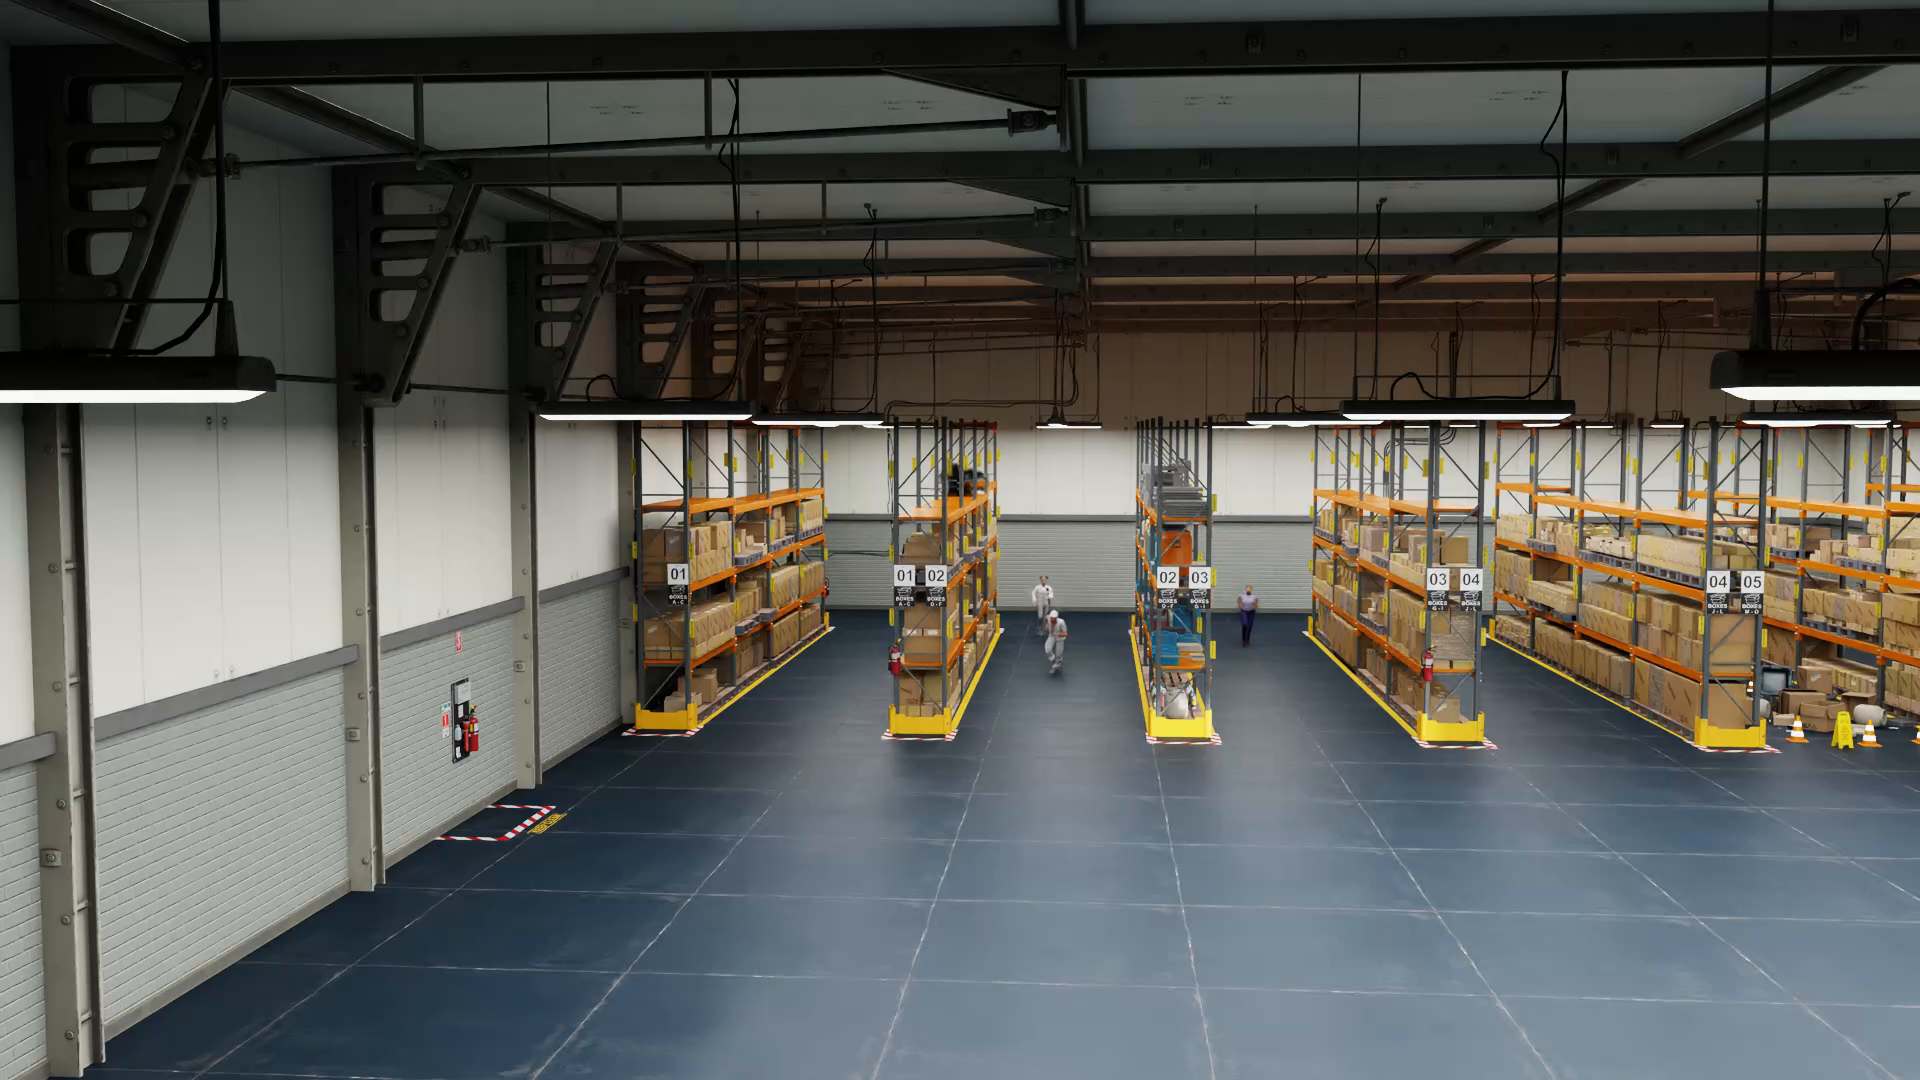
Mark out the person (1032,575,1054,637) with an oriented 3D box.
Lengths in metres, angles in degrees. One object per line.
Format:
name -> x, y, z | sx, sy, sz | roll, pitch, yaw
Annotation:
person -> 2.327, 1.842, 46.564 | 0.573, 1.718, 0.695 | 0, 4, -4

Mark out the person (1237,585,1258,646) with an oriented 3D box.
person -> 7.713, 2.020, 44.526 | 0.497, 1.666, 0.799 | 0, 4, -4

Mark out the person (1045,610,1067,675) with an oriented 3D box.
person -> 2.287, 2.389, 39.417 | 0.667, 1.548, 1.173 | 1, 4, 19
